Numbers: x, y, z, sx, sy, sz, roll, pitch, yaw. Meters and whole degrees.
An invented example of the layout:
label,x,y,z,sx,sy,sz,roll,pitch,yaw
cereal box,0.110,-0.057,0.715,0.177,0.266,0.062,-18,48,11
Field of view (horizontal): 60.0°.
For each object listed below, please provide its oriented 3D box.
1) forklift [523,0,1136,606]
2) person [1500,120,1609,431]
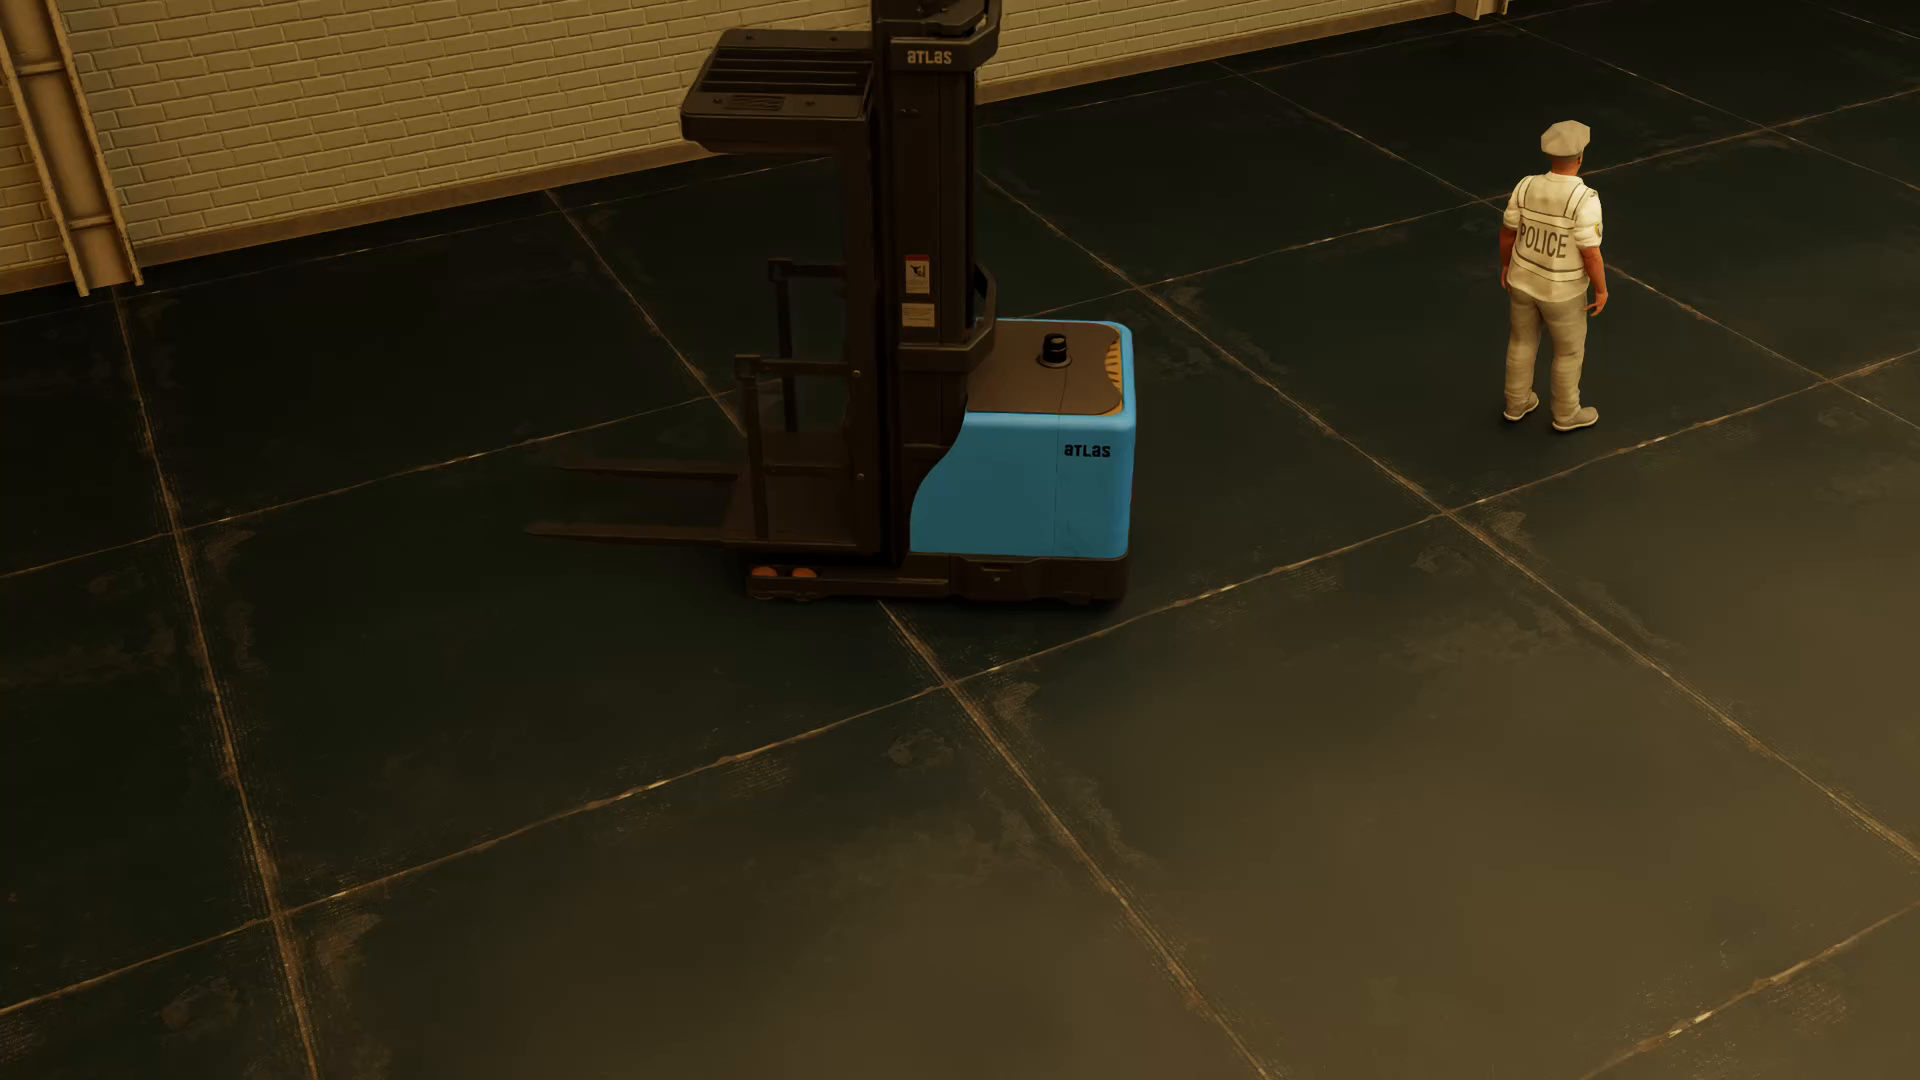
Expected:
label,x,y,z,sx,sy,sz,roll,pitch,yaw
forklift,-0.663,-1.195,7.814,3.031,2.935,1.130,2,35,3
person,3.297,-1.452,9.161,0.576,1.780,0.640,-28,44,-33
